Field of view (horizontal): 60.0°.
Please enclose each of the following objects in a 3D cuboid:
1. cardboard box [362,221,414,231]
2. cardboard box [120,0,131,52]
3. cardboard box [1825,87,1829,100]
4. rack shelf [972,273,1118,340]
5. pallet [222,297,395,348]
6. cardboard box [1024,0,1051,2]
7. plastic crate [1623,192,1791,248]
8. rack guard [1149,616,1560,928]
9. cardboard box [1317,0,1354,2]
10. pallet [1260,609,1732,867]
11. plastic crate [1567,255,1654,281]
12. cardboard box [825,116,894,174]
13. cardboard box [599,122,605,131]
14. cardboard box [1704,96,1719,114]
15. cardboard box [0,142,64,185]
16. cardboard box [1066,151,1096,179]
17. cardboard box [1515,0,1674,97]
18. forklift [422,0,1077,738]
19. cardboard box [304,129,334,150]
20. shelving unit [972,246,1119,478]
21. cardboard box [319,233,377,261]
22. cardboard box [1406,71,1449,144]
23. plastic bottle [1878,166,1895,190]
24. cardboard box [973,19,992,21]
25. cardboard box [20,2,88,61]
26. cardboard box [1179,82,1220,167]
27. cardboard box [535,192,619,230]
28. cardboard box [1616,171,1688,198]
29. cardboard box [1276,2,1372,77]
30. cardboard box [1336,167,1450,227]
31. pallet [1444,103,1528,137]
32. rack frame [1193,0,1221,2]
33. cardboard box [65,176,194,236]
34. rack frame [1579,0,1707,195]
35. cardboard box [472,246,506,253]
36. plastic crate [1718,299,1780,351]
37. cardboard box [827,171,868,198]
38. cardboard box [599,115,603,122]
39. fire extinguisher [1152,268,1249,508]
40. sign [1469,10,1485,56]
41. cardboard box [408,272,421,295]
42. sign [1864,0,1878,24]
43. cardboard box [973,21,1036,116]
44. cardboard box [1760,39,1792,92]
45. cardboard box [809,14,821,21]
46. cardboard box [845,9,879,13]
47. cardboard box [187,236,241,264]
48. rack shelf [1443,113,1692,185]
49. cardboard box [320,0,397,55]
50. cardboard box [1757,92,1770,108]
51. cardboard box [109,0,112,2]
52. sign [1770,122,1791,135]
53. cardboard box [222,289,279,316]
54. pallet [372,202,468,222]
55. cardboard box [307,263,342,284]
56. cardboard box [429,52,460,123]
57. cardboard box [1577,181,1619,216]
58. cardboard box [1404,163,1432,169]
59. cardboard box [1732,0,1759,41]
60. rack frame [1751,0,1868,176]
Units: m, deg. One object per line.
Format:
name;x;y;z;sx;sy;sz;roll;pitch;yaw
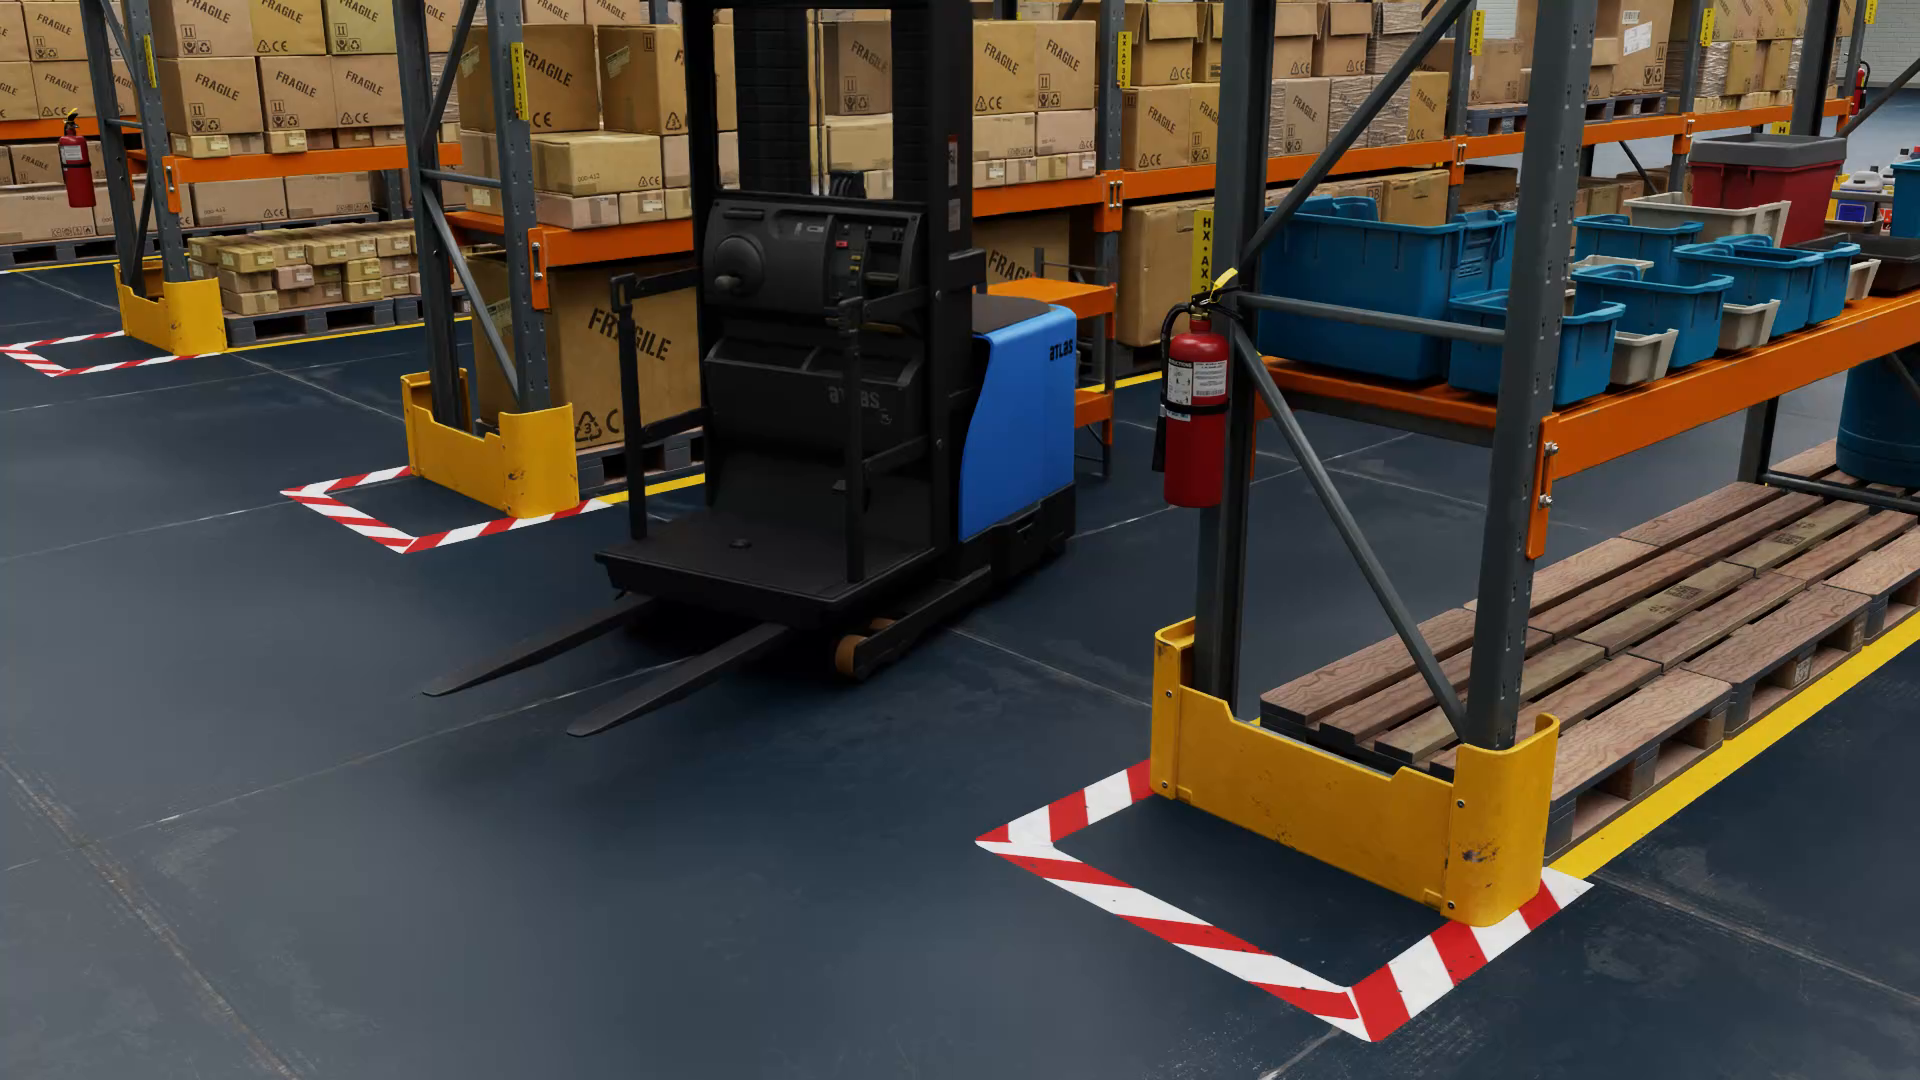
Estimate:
cardboard box;-4.455;-2.382;12.946;0.380;0.149;0.250;17;25;42
cardboard box;-5.483;-3.639;11.581;0.500;0.500;0.500;-17;24;-42
cardboard box;9.068;-4.800;17.834;0.250;0.149;0.380;-16;24;-41
rack shelf;0.249;-1.059;7.978;0.538;0.278;1.000;15;23;38
pallet;-4.975;-1.676;12.311;1.213;0.211;1.003;-16;24;-41
cardboard box;0.839;-7.366;23.073;0.500;0.500;0.700;-17;25;-42
plastic crate;2.763;-1.117;6.160;0.530;0.282;0.437;-16;24;-41
rack guard;1.084;0.618;4.768;0.348;0.500;1.175;-16;24;-41
cardboard box;4.173;-6.246;19.893;0.550;0.550;0.875;-16;24;-41
pallet;1.719;0.581;5.349;1.213;0.211;1.003;-16;24;-41
plastic crate;2.169;-0.885;5.681;0.250;0.136;0.298;-16;24;-41
cardboard box;-0.660;-2.129;8.950;0.500;0.250;0.500;-17;24;-42
cardboard box;-1.771;-2.029;8.639;0.500;0.250;0.500;-17;24;-42
cardboard box;6.963;-4.141;15.799;0.250;0.149;0.380;-16;24;-41
cardboard box;-10.921;-4.403;19.572;0.500;0.500;0.500;-16;24;-40
cardboard box;0.600;-2.279;10.058;0.250;0.149;0.380;-16;24;-41
cardboard box;5.736;-4.580;15.094;1.000;1.000;1.000;-16;24;-40
forklift;-0.662;-1.052;5.977;1.130;2.935;3.031;10;21;28
cardboard box;-4.701;-2.892;11.947;0.250;0.149;0.380;-15;23;-38
shelving unit;0.249;-0.781;8.069;0.538;1.125;1.048;15;23;38
cardboard box;-4.518;-2.165;12.275;0.380;0.149;0.250;16;24;41
cardboard box;3.315;-3.272;12.550;0.500;0.500;0.500;-15;23;-39
plastic bottle;4.329;-1.601;7.760;0.135;0.276;0.152;-16;24;-41
cardboard box;0.073;-2.919;10.170;0.500;0.500;0.500;-16;24;-41
cardboard box;-8.204;-4.582;14.970;0.500;0.500;0.500;-17;25;-42
cardboard box;1.467;-2.732;10.887;0.500;0.500;0.500;-16;24;-41
cardboard box;-1.825;-1.571;7.873;0.250;0.149;0.380;-16;24;-40
cardboard box;6.727;-3.318;16.228;0.500;0.500;0.500;17;25;42
cardboard box;2.485;-3.620;11.998;0.637;0.503;0.797;-16;24;-40
cardboard box;2.987;-2.432;12.885;1.225;0.875;0.875;17;24;41
pallet;3.947;-3.468;13.628;1.003;0.211;1.213;-16;24;-41
rack frame;3.075;-5.365;19.168;0.127;3.000;1.000;-16;24;-41
cardboard box;-8.049;-3.249;16.115;0.875;0.438;0.875;-15;24;-39
rack frame;6.409;-4.232;15.673;0.127;3.000;1.000;-16;24;-41
cardboard box;-3.749;-2.254;13.033;0.380;0.149;0.250;17;24;41
plastic crate;2.281;-0.654;4.968;0.298;0.136;0.250;-16;24;-41
cardboard box;-0.709;-1.897;8.880;0.250;0.149;0.380;-17;25;-42
cardboard box;-2.897;-3.358;13.386;0.250;0.149;0.380;-17;25;-42
fire extinguisher;0.671;-0.435;4.692;0.183;0.674;0.296;-16;24;-41
sign;3.887;-3.811;12.499;0.005;0.325;0.100;-16;24;-41
cardboard box;-4.112;-1.971;12.642;0.380;0.149;0.250;16;24;41
sign;9.683;-5.652;17.663;0.005;0.325;0.100;-16;24;-41
cardboard box;0.079;-2.701;9.497;0.500;0.500;0.500;-16;24;-40
cardboard box;7.852;-4.826;16.860;0.500;0.500;0.875;-16;24;-41
cardboard box;-2.065;-6.263;20.614;0.500;0.500;0.500;-16;24;-40
cardboard box;-1.255;-6.789;21.184;0.380;0.149;0.250;17;24;41
cardboard box;-5.434;-2.118;12.129;0.250;0.149;0.380;-16;24;-40
rack shelf;4.956;-3.466;14.477;4.000;0.370;1.077;-16;24;-41
cardboard box;-4.380;-3.736;11.878;0.500;0.500;0.500;-17;25;-42
cardboard box;7.853;-4.411;16.634;0.250;0.149;0.380;-16;24;-41
cardboard box;-7.928;-4.983;15.155;0.250;0.149;0.380;-16;24;-40
sign;3.623;-1.682;7.360;0.005;0.325;0.100;-16;24;-41
cardboard box;-5.044;-1.705;11.821;0.250;0.149;0.380;-16;24;-40
pallet;-5.703;-3.611;18.281;1.213;0.211;1.003;-16;24;-41
cardboard box;-4.732;-1.978;12.180;0.250;0.149;0.380;-16;24;-40
cardboard box;-4.026;-3.374;12.382;0.500;0.500;0.500;-17;25;-42
cardboard box;5.589;-3.030;15.306;0.500;0.500;0.700;-16;24;-41
cardboard box;5.534;-5.243;21.556;0.875;0.875;0.875;-16;24;-40
cardboard box;7.273;-5.041;15.904;0.500;0.500;0.500;-16;24;-41
rack frame;9.316;-5.079;18.288;0.127;3.000;1.000;-16;24;-41
